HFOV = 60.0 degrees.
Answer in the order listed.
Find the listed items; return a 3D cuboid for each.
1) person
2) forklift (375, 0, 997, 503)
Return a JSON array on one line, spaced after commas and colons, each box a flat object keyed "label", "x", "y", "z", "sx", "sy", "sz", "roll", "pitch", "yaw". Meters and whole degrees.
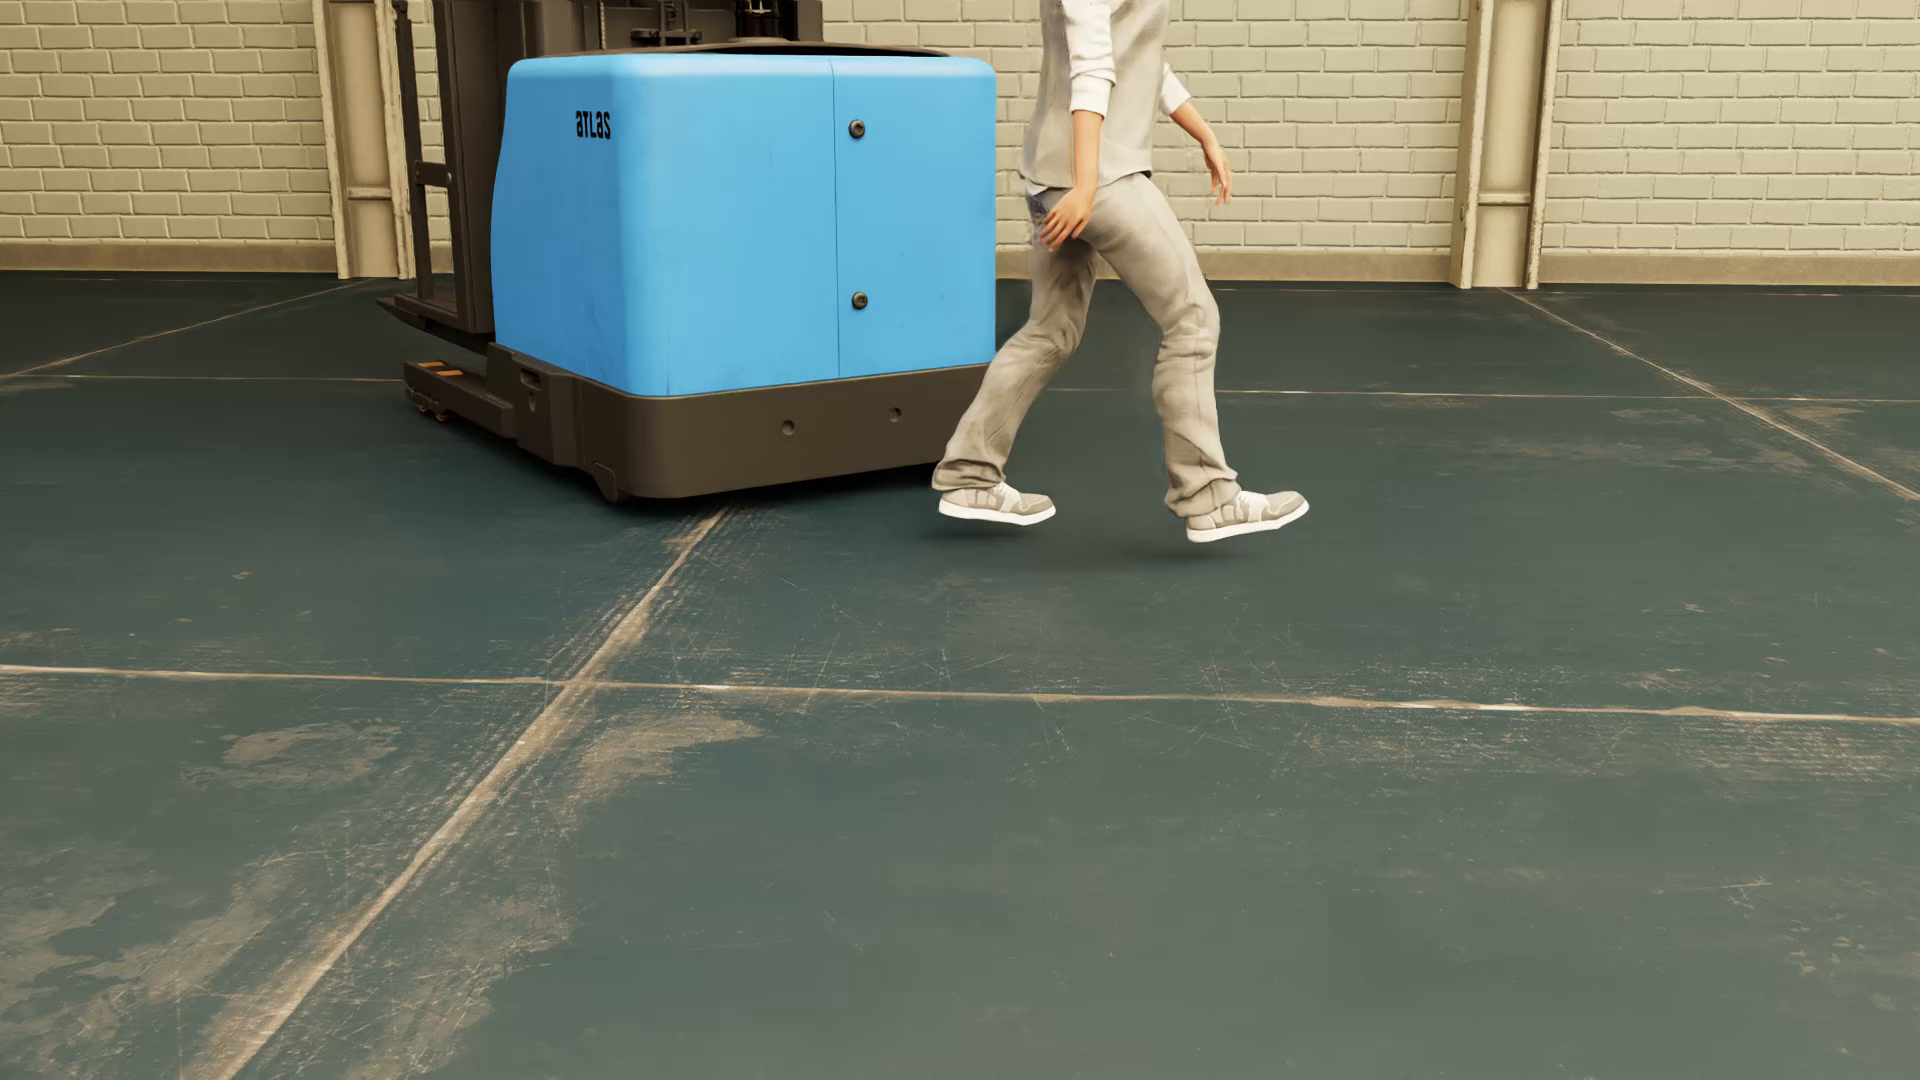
[{"label": "person", "x": 0.346, "y": -0.748, "z": 3.530, "sx": 0.806, "sy": 1.529, "sz": 0.529, "roll": -1, "pitch": 15, "yaw": -5}, {"label": "forklift", "x": -1.119, "y": -1.838, "z": 4.987, "sx": 1.130, "sy": 2.935, "sz": 3.031, "roll": -10, "pitch": 18, "yaw": -32}]
